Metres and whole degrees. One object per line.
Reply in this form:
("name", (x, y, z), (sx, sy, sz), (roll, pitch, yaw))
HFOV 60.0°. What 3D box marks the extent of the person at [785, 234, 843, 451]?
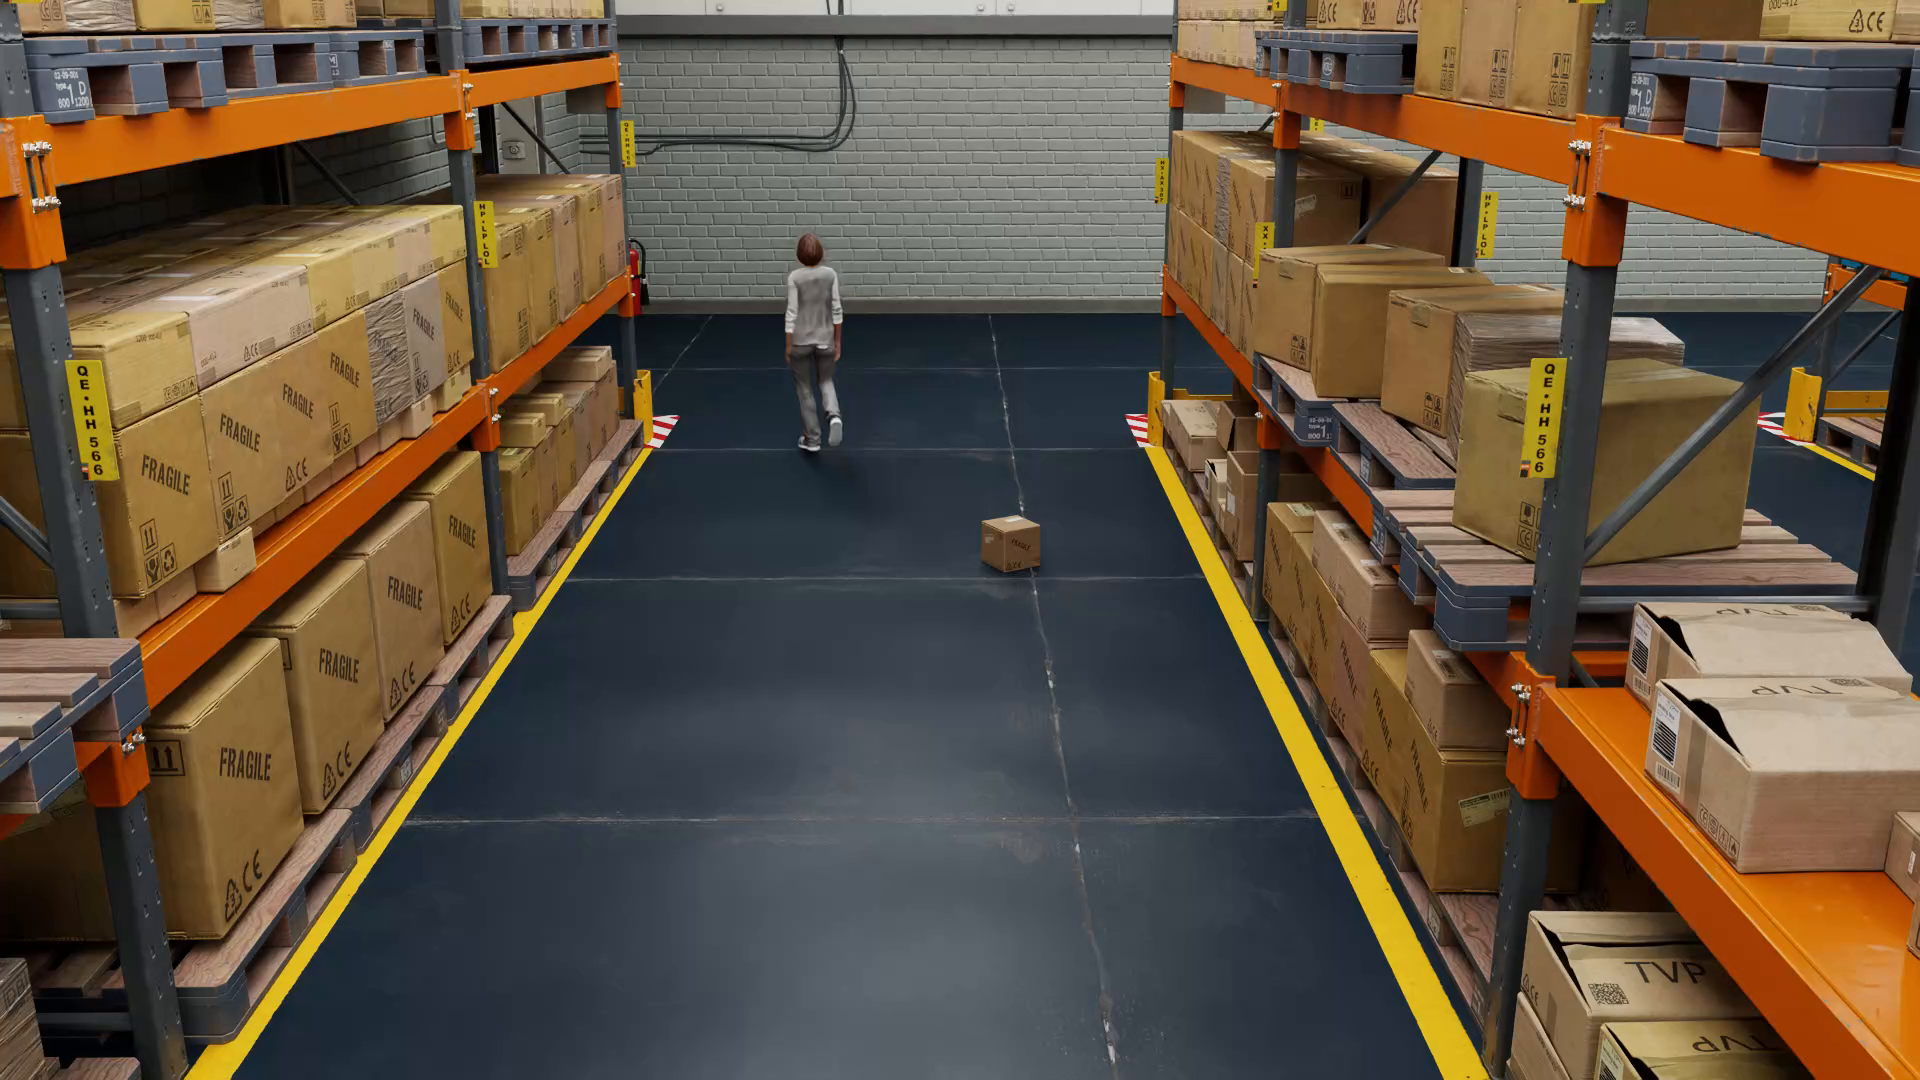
("person", (-1.044, -1.405, 11.973), (0.418, 1.585, 0.501), (-7, 19, -21))
